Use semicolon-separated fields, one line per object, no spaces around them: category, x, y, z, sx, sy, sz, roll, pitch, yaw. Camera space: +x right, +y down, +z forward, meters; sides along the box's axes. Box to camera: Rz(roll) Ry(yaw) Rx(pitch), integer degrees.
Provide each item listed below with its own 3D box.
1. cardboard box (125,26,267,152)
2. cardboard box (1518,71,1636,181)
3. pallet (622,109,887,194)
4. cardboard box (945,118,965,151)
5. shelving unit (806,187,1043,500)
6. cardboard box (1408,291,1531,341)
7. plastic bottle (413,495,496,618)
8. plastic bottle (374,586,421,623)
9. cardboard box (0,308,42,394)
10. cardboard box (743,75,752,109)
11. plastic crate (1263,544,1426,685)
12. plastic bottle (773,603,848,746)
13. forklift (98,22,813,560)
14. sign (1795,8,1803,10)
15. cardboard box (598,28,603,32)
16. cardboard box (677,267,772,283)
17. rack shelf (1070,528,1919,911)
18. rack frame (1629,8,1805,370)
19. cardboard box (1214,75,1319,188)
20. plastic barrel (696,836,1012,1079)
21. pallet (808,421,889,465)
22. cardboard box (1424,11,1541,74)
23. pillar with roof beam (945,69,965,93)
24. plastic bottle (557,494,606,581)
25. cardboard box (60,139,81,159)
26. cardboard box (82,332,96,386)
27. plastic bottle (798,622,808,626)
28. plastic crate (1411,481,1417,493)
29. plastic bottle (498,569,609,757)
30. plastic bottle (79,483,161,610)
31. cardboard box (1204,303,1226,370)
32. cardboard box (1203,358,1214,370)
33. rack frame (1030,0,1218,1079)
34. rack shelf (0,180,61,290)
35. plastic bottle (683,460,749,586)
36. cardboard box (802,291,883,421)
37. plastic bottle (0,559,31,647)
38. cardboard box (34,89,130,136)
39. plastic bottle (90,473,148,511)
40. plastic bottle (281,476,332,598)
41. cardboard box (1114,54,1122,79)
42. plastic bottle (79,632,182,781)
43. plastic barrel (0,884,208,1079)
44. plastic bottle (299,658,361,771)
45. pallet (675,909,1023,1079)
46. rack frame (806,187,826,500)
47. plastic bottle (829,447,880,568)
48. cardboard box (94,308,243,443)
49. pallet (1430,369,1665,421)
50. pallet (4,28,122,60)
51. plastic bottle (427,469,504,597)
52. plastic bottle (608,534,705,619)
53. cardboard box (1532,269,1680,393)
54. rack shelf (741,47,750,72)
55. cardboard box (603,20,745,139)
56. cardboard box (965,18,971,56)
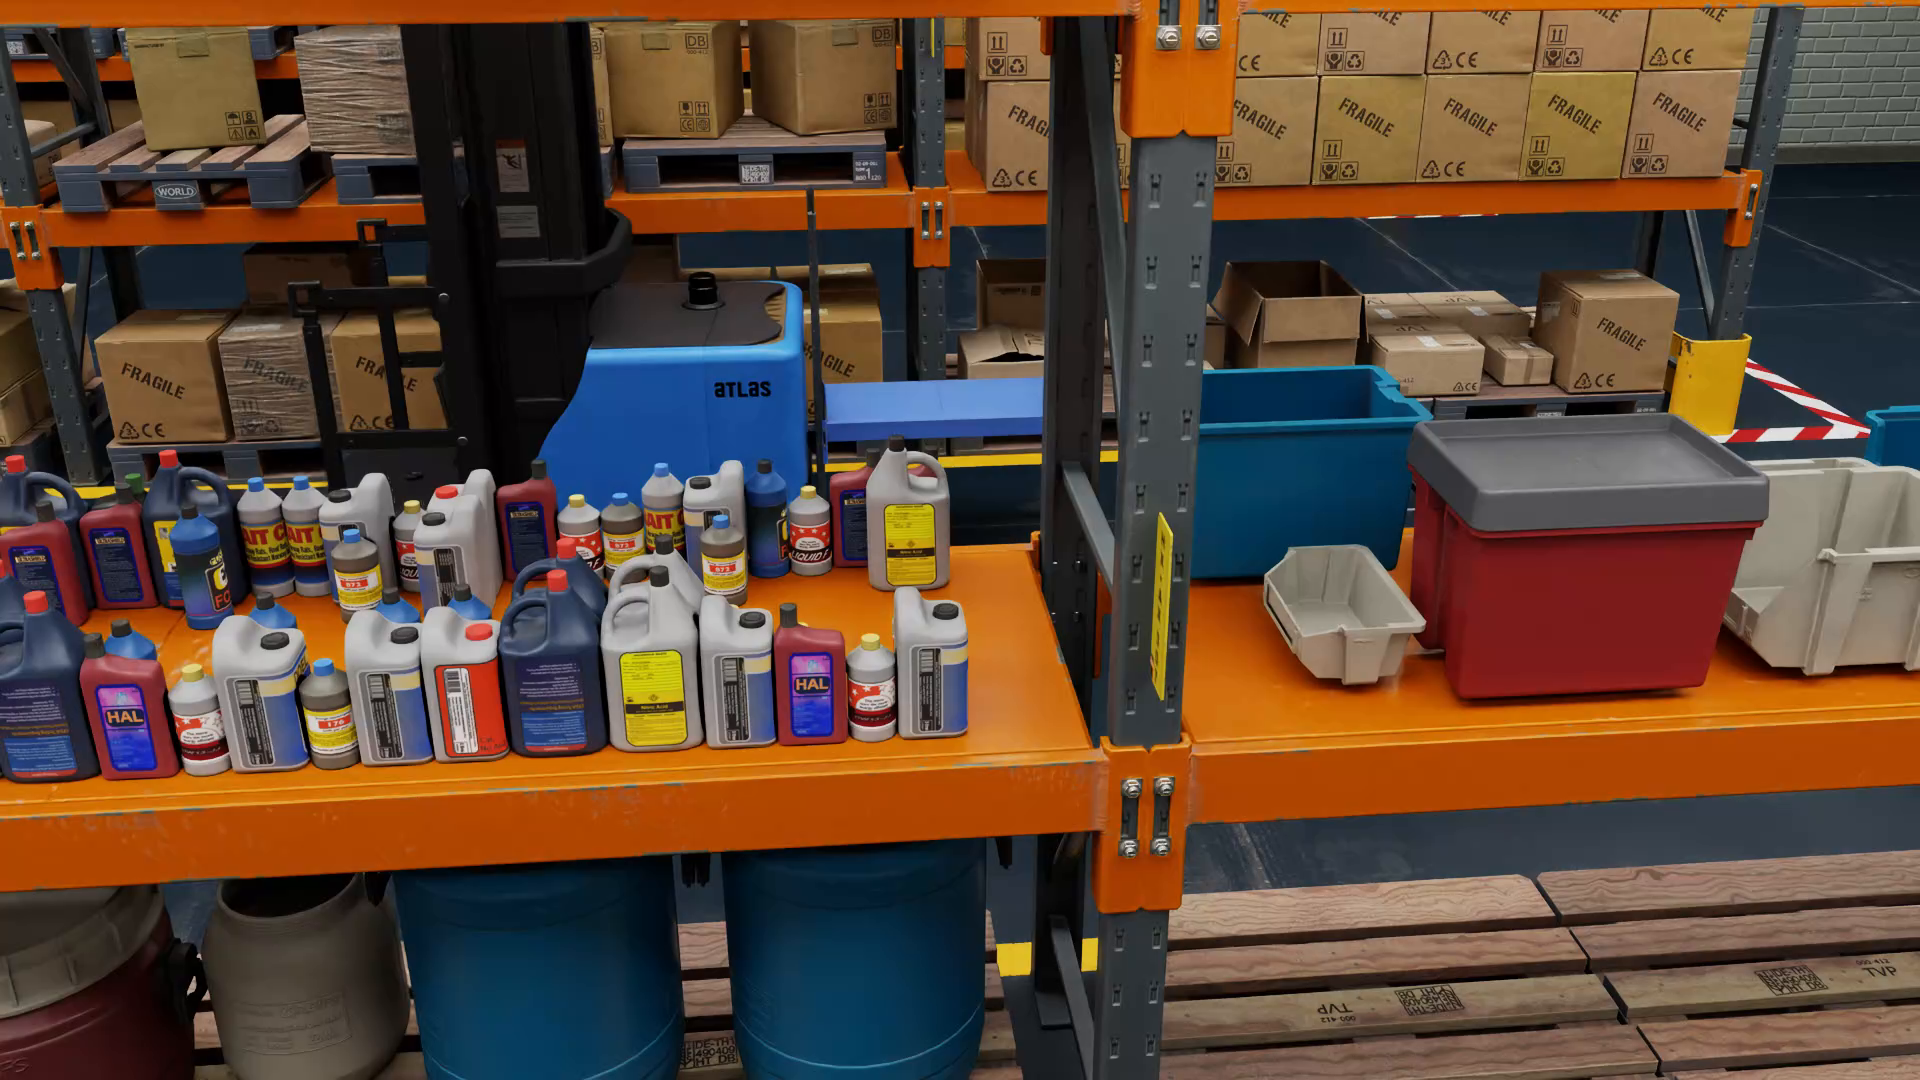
cardboard box;-3.544;-2.127;7.703;0.500;0.500;0.700;-11;26;-23
cardboard box;2.867;-2.034;8.010;0.500;0.500;0.500;-2;24;-5
pallet;-0.985;-1.903;8.075;1.213;0.211;1.003;-2;24;-5
cardboard box;0.085;-3.019;12.910;0.500;0.500;0.700;-2;24;-4
shelving unit;-0.085;-0.682;6.938;1.048;1.500;0.538;-2;24;-5
cardboard box;2.735;-1.156;9.001;0.500;0.250;0.500;-2;24;-5
plastic bottle;-1.100;0.043;3.613;0.135;0.276;0.152;-2;24;-5
plastic bottle;-1.086;0.219;3.222;0.097;0.271;0.097;0;24;0
cardboard box;-4.657;-0.890;7.738;0.500;0.311;0.500;-2;24;-4
cardboard box;-1.304;-3.112;12.688;0.750;0.750;0.750;-2;24;-5
plastic crate;0.781;0.156;3.457;0.243;0.136;0.396;-2;24;-5
plastic bottle;-0.282;0.251;3.136;0.133;0.283;0.061;-2;24;-5
forklift;-2.136;-1.234;6.417;3.031;2.935;1.130;-2;24;-4
sign;3.836;-2.587;7.562;0.005;0.325;0.100;-2;24;-5
cardboard box;-2.512;-3.708;12.185;0.250;0.149;0.380;-2;24;-3
cardboard box;-1.214;-1.091;8.547;0.500;0.500;0.500;-2;24;-4
rack shelf;2.295;0.272;3.830;4.000;0.370;1.077;-2;24;-5
rack frame;3.802;-2.138;8.368;0.127;3.000;1.000;-2;24;-5
cardboard box;1.362;-1.975;7.878;0.500;0.500;0.500;-2;24;-5
plastic barrel;-0.239;0.805;3.812;0.708;0.901;0.600;-2;24;-5
pallet;-0.985;-0.657;8.468;1.213;0.211;1.003;-2;24;-5
cardboard box;2.368;-2.469;7.758;0.500;0.500;0.500;-2;24;-4
pillar with roof beam;0.365;-5.360;8.229;0.400;9.000;9.100;-2;24;-5
plastic bottle;-0.870;-0.005;3.813;0.097;0.201;0.097;0;24;0
cardboard box;-6.377;-2.825;12.449;0.500;0.500;0.700;-2;24;-5
cardboard box;-4.710;-0.852;8.343;0.500;0.250;0.500;-2;24;-5
plastic bottle;-0.308;0.257;3.223;0.097;0.201;0.097;0;24;0
plastic crate;1.392;-0.031;3.893;0.590;0.125;0.437;-2;24;-5
plastic bottle;-0.762;0.222;3.117;0.185;0.351;0.144;-2;24;-5
plastic bottle;-1.856;0.014;3.669;0.133;0.283;0.061;-2;24;-5
cardboard box;1.107;-1.119;8.842;0.500;0.311;0.500;-2;24;-5
cardboard box;1.120;-0.853;8.423;0.250;0.166;0.380;-2;24;-5
rack frame;0.304;0.023;3.504;0.127;3.000;1.000;-2;24;-5
rack shelf;-6.150;-1.411;7.616;4.000;0.370;1.077;-2;24;-5
plastic bottle;-0.558;-0.041;3.801;0.135;0.276;0.152;-2;24;-5
cardboard box;-0.642;-0.902;8.122;0.500;0.500;0.500;-2;24;-5
plastic bottle;-1.823;0.203;3.161;0.185;0.351;0.144;-2;24;-5
cardboard box;-6.446;-3.153;12.263;0.500;0.250;0.500;-2;24;-5
plastic bottle;-1.862;-0.010;3.724;0.133;0.283;0.061;-2;24;-5
plastic bottle;-1.464;-0.013;3.746;0.097;0.271;0.097;0;24;0
cardboard box;0.831;-2.407;7.619;0.500;0.500;0.500;-3;24;-7
plastic bottle;-1.512;0.300;3.025;0.133;0.283;0.061;-2;24;-5
plastic barrel;-2.067;1.022;3.710;0.708;0.588;0.600;-2;24;-5
plastic bottle;-1.168;0.316;3.090;0.097;0.201;0.097;0;24;0
pallet;-0.468;1.312;4.039;1.213;0.211;1.003;-2;24;-5
rack frame;-0.591;-0.662;6.892;0.032;1.500;0.500;-2;24;-5
plastic bottle;-0.235;-0.076;3.871;0.133;0.283;0.061;-2;24;-5
cardboard box;-3.679;-0.781;7.849;0.500;0.500;0.500;-1;24;-3
pallet;2.933;-0.829;8.855;1.213;0.211;1.003;-2;24;-5
pallet;-6.616;-3.638;11.978;1.213;0.211;1.003;-2;24;-5
plastic bottle;-1.115;-0.018;3.751;0.135;0.276;0.152;-2;24;-5
plastic bottle;-0.593;0.157;3.265;0.185;0.351;0.144;-2;24;-5
cardboard box;3.285;-1.076;8.514;0.500;0.500;0.500;-2;24;-5
rack shelf;-2.660;-3.572;12.480;4.000;0.370;1.077;-2;24;-5
cardboard box;-1.350;-2.235;7.945;0.500;0.500;0.700;1;24;3
cardboard box;0.299;-2.606;8.066;0.500;0.500;0.500;-2;24;-5
